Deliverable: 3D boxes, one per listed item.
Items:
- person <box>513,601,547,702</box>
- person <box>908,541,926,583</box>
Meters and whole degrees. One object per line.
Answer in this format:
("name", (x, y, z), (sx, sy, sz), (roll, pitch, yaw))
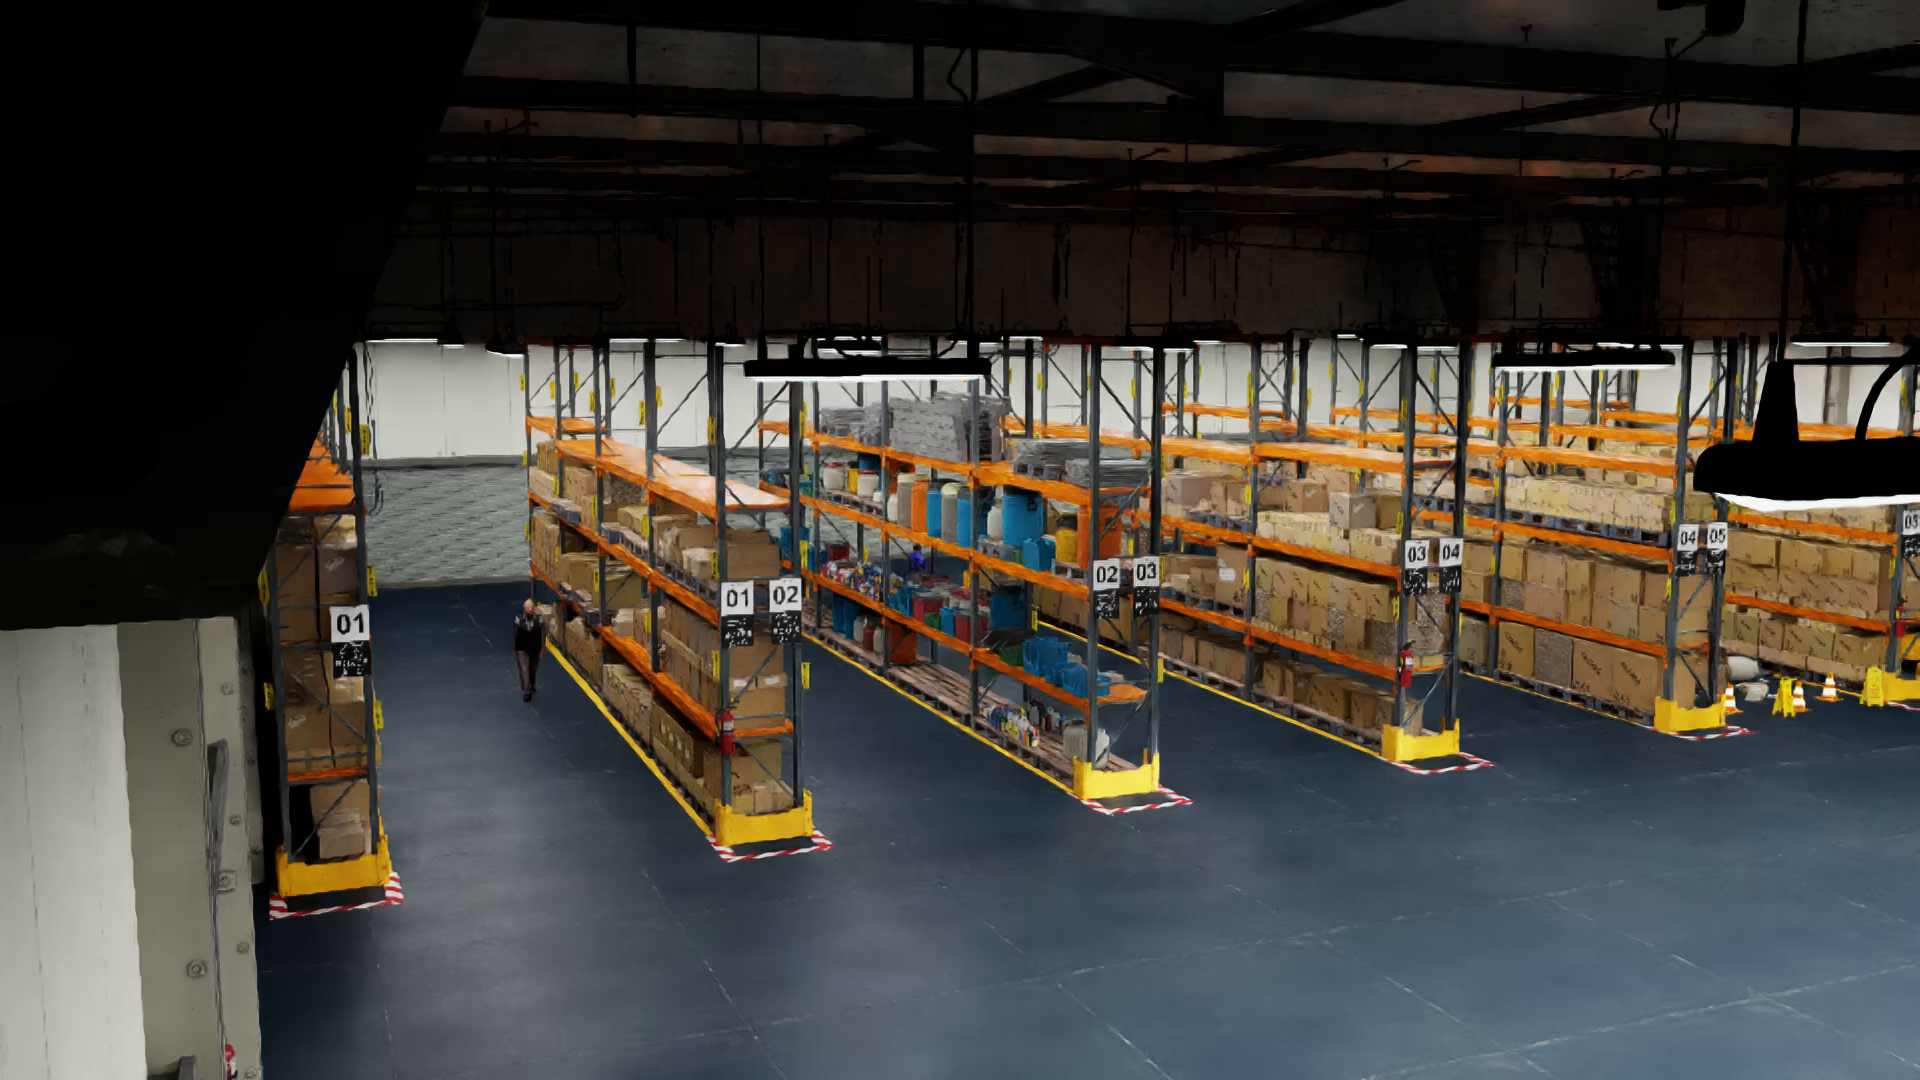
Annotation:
("person", (-7.173, 1.819, 27.776), (0.543, 1.649, 1.119), (-3, 8, -24))
("person", (-0.921, 0.829, 35.171), (0.373, 1.648, 0.587), (-6, 9, -36))
